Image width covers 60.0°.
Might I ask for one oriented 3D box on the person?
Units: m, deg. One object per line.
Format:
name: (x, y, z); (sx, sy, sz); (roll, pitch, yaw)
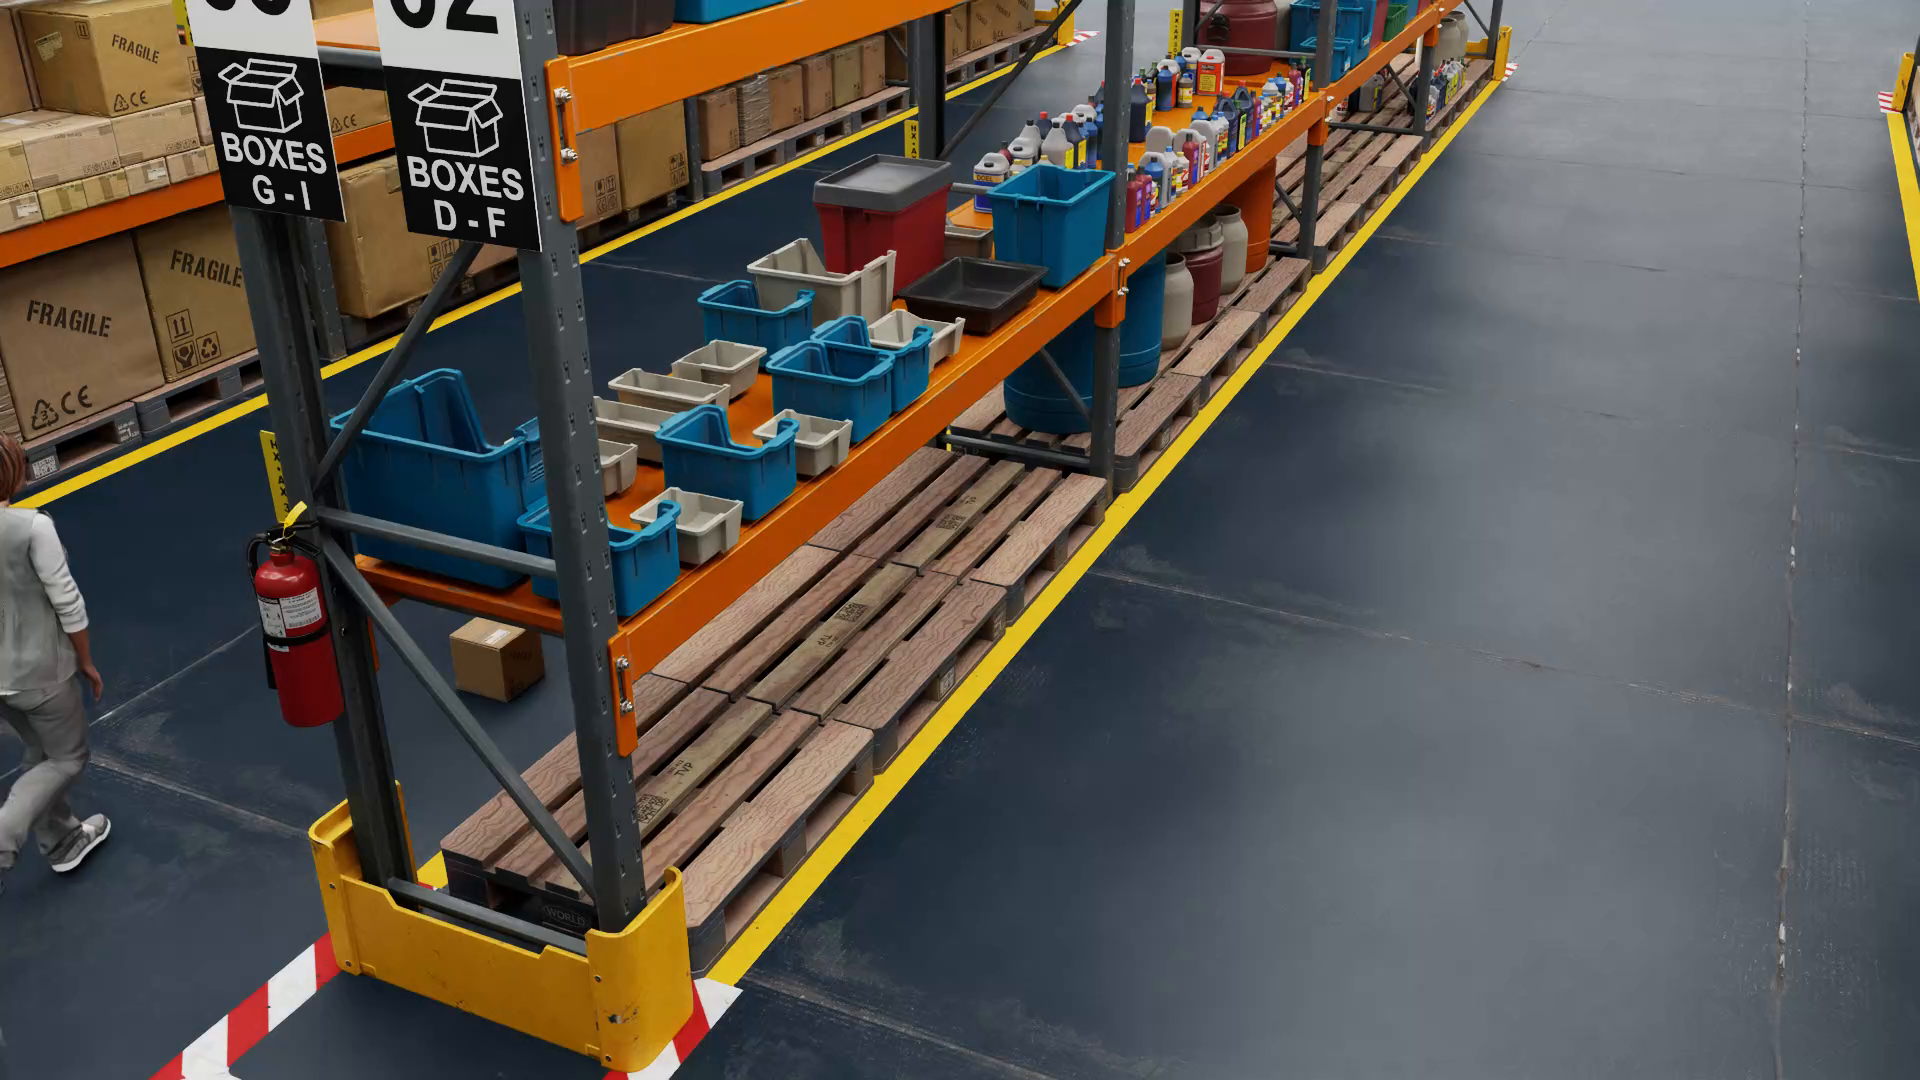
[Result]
person: (-2.967, 0.453, 5.196); (0.447, 1.569, 0.659); (3, 27, 7)
